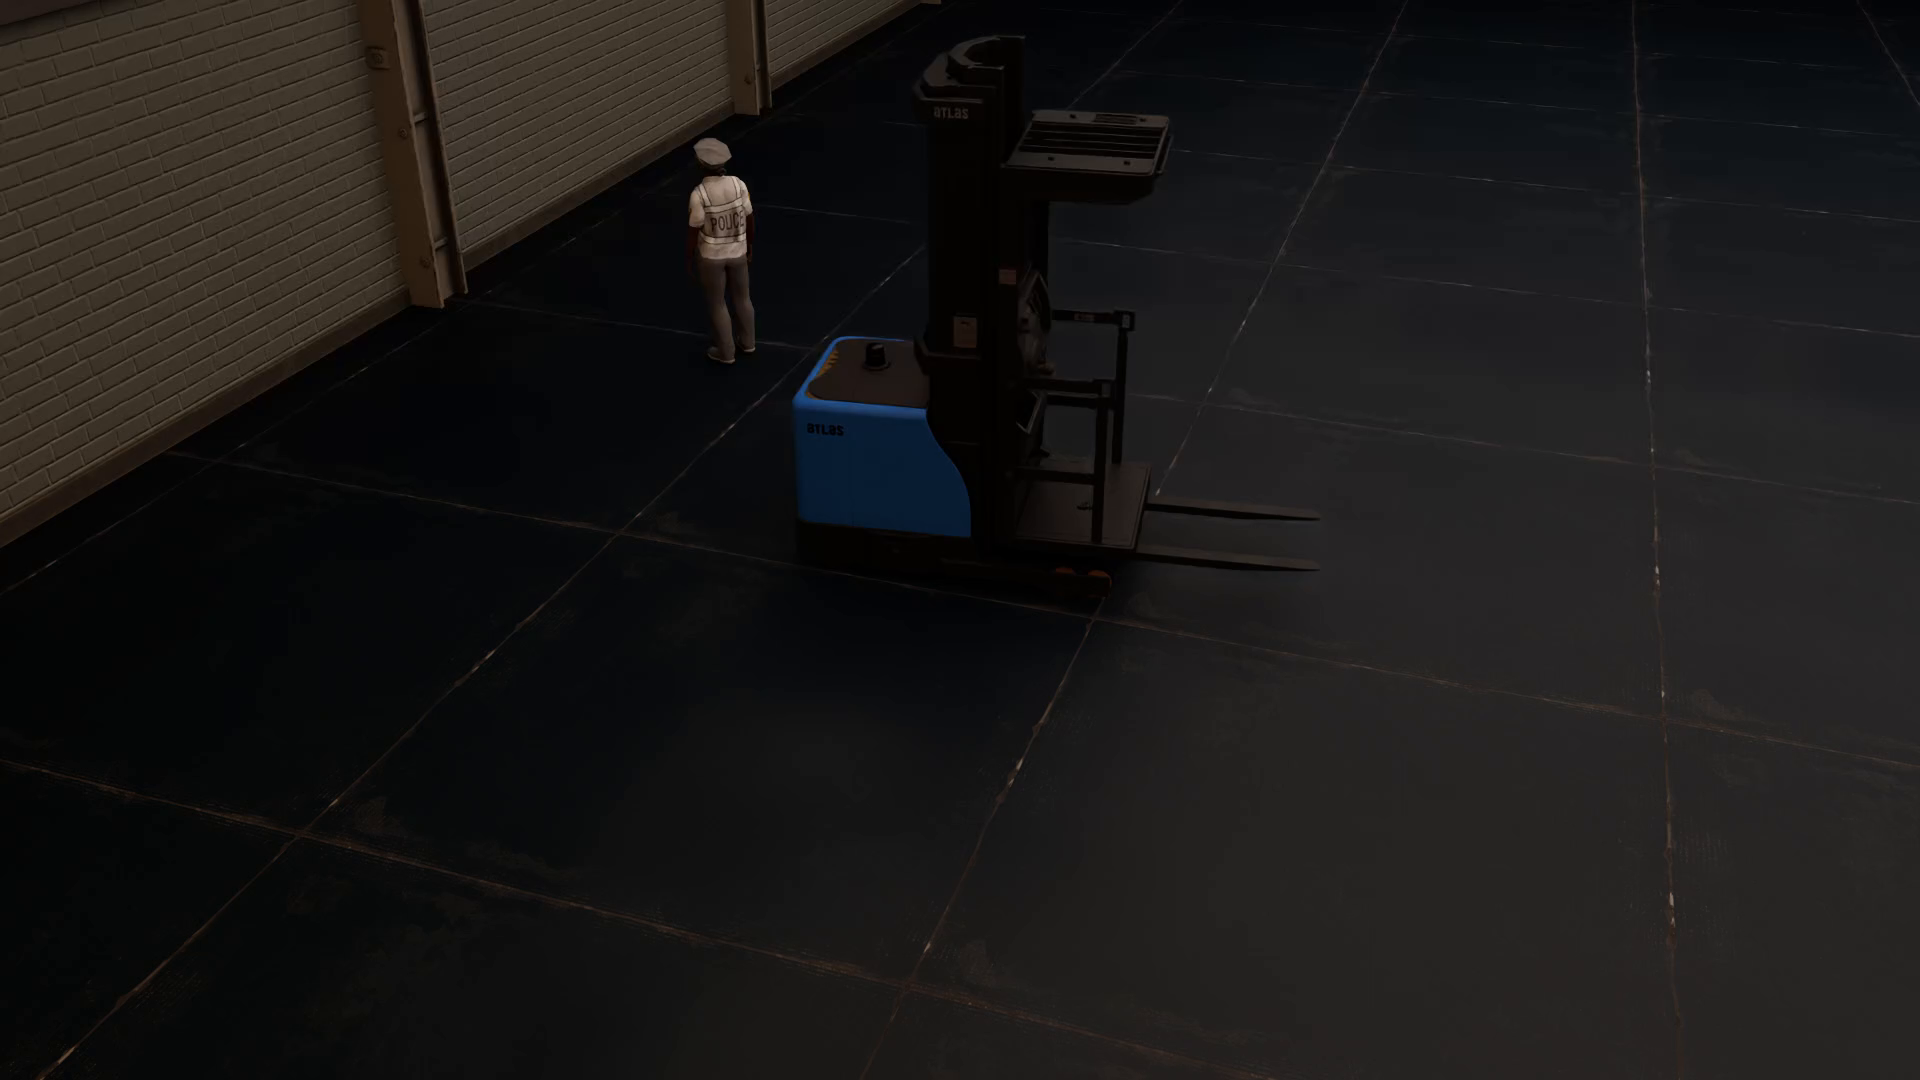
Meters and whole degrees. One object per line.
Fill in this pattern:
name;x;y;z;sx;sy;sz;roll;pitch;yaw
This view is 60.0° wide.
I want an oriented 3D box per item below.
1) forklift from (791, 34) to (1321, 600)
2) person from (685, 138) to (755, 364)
forklift;0.603;-1.219;9.276;3.031;2.935;1.130;6;30;10
person;-1.746;-2.098;12.051;0.570;1.695;0.530;-17;34;-27
